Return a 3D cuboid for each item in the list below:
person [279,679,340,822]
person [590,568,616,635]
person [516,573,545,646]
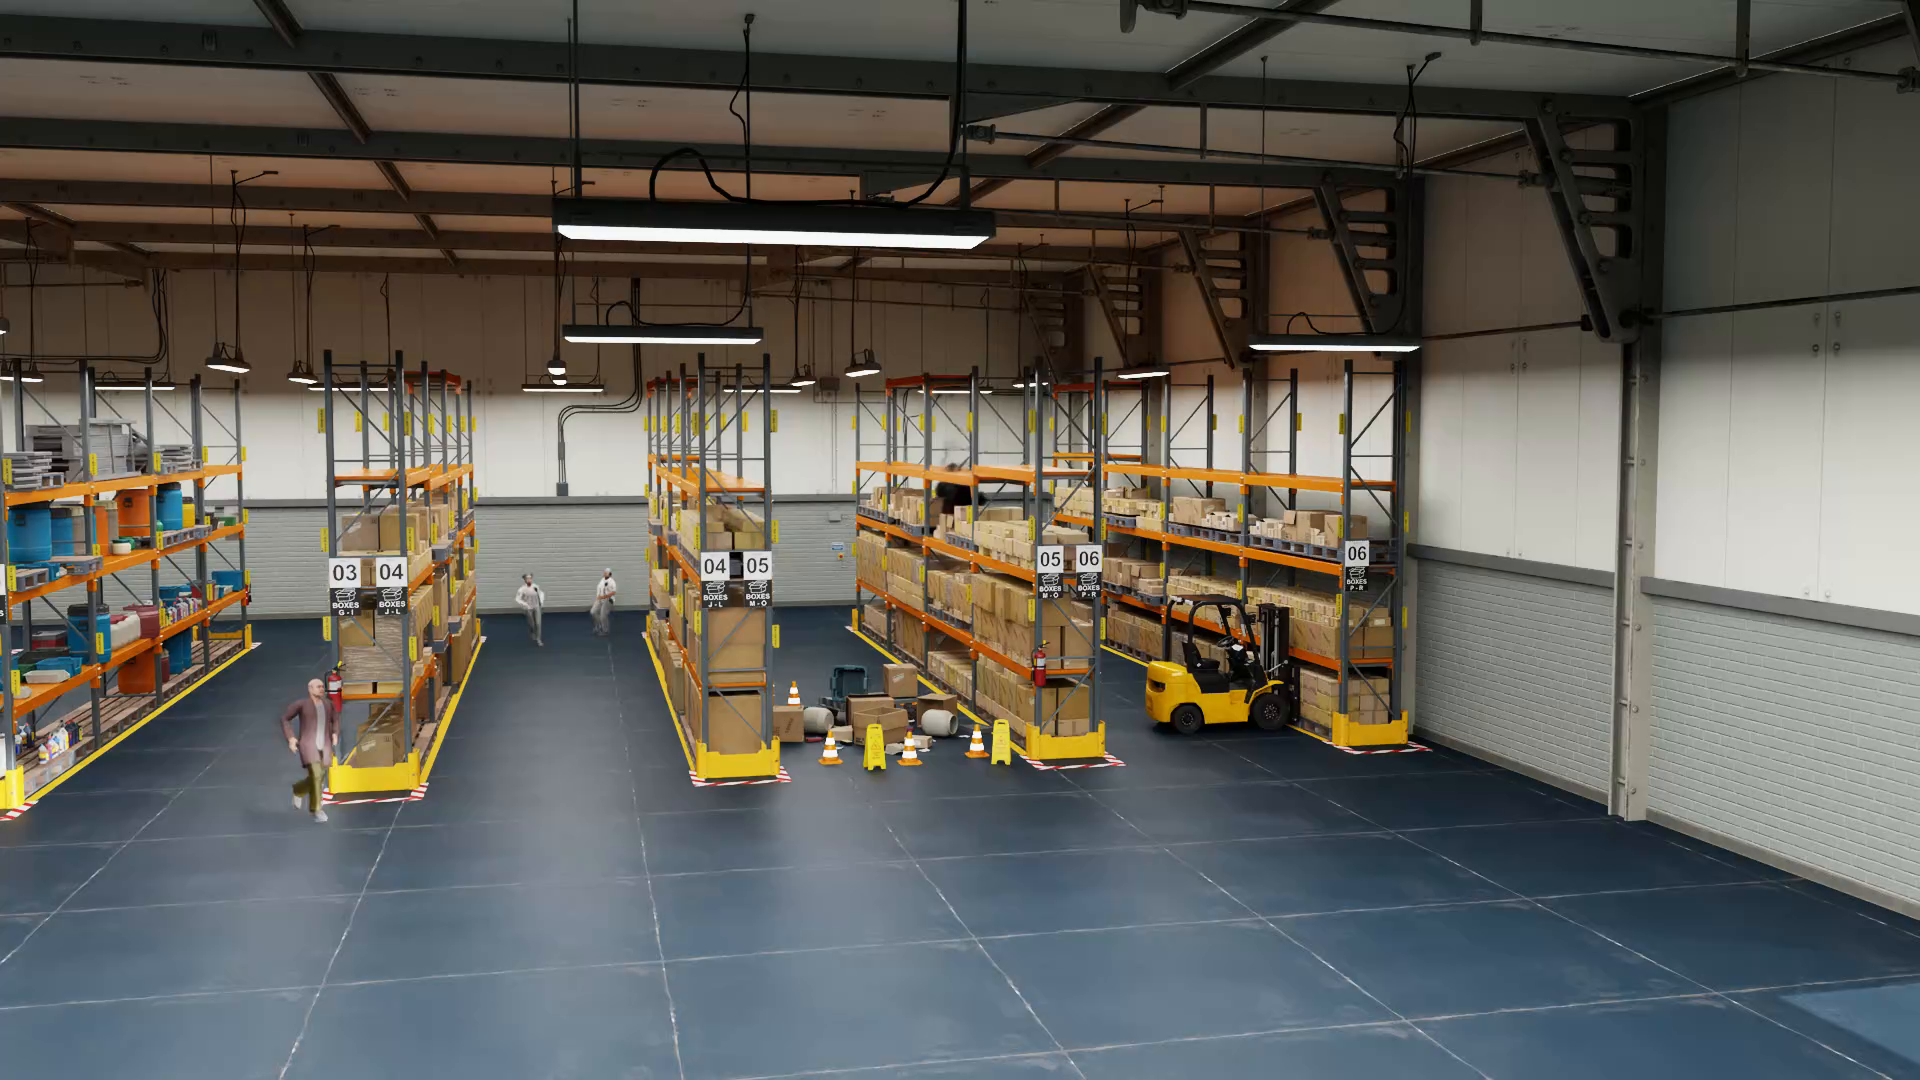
[{"bbox_3d":[-8.244,2.662,21.245,0.854,1.765,0.740,3,5,39],"label":"person"},{"bbox_3d":[-8.413,1.461,39.272,0.617,1.601,0.599,2,5,32],"label":"person"},{"bbox_3d":[-9.767,1.558,37.834,0.659,1.650,0.687,-2,5,-29],"label":"person"}]
